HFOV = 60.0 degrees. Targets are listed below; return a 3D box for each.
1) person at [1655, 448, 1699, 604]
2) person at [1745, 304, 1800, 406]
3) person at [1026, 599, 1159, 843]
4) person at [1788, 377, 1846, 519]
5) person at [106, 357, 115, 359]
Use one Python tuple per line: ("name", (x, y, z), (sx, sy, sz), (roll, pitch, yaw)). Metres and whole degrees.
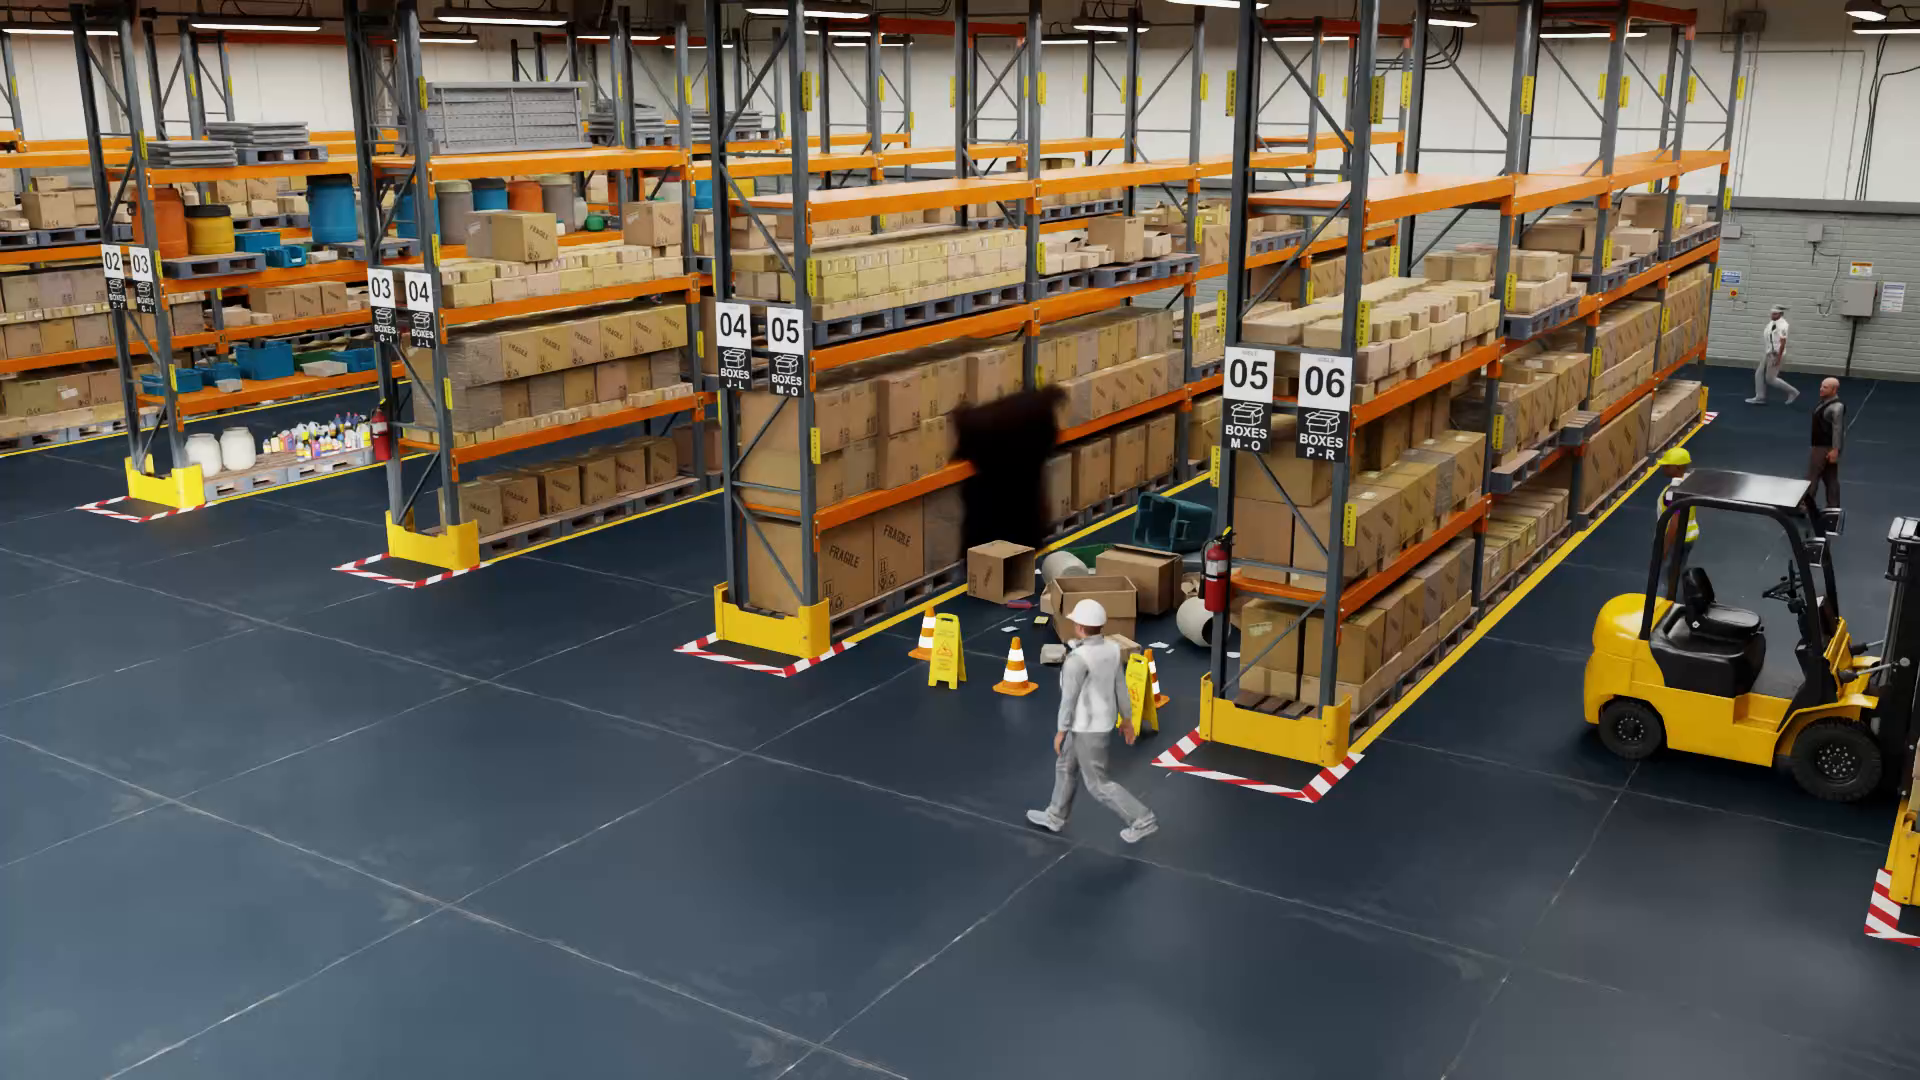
("person", (6.868, -0.011, 16.001), (0.620, 1.775, 0.390), (-10, 18, -31))
("person", (13.213, -2.998, 26.877), (0.763, 1.631, 0.460), (6, 17, 22))
("person", (0.909, 1.267, 11.435), (0.982, 1.749, 0.502), (4, 16, 13))
("person", (10.387, -1.075, 20.103), (0.631, 1.610, 0.573), (11, 19, 35))
("person", (-14.190, -3.257, 27.643), (0.446, 1.736, 1.025), (7, 17, 22))
